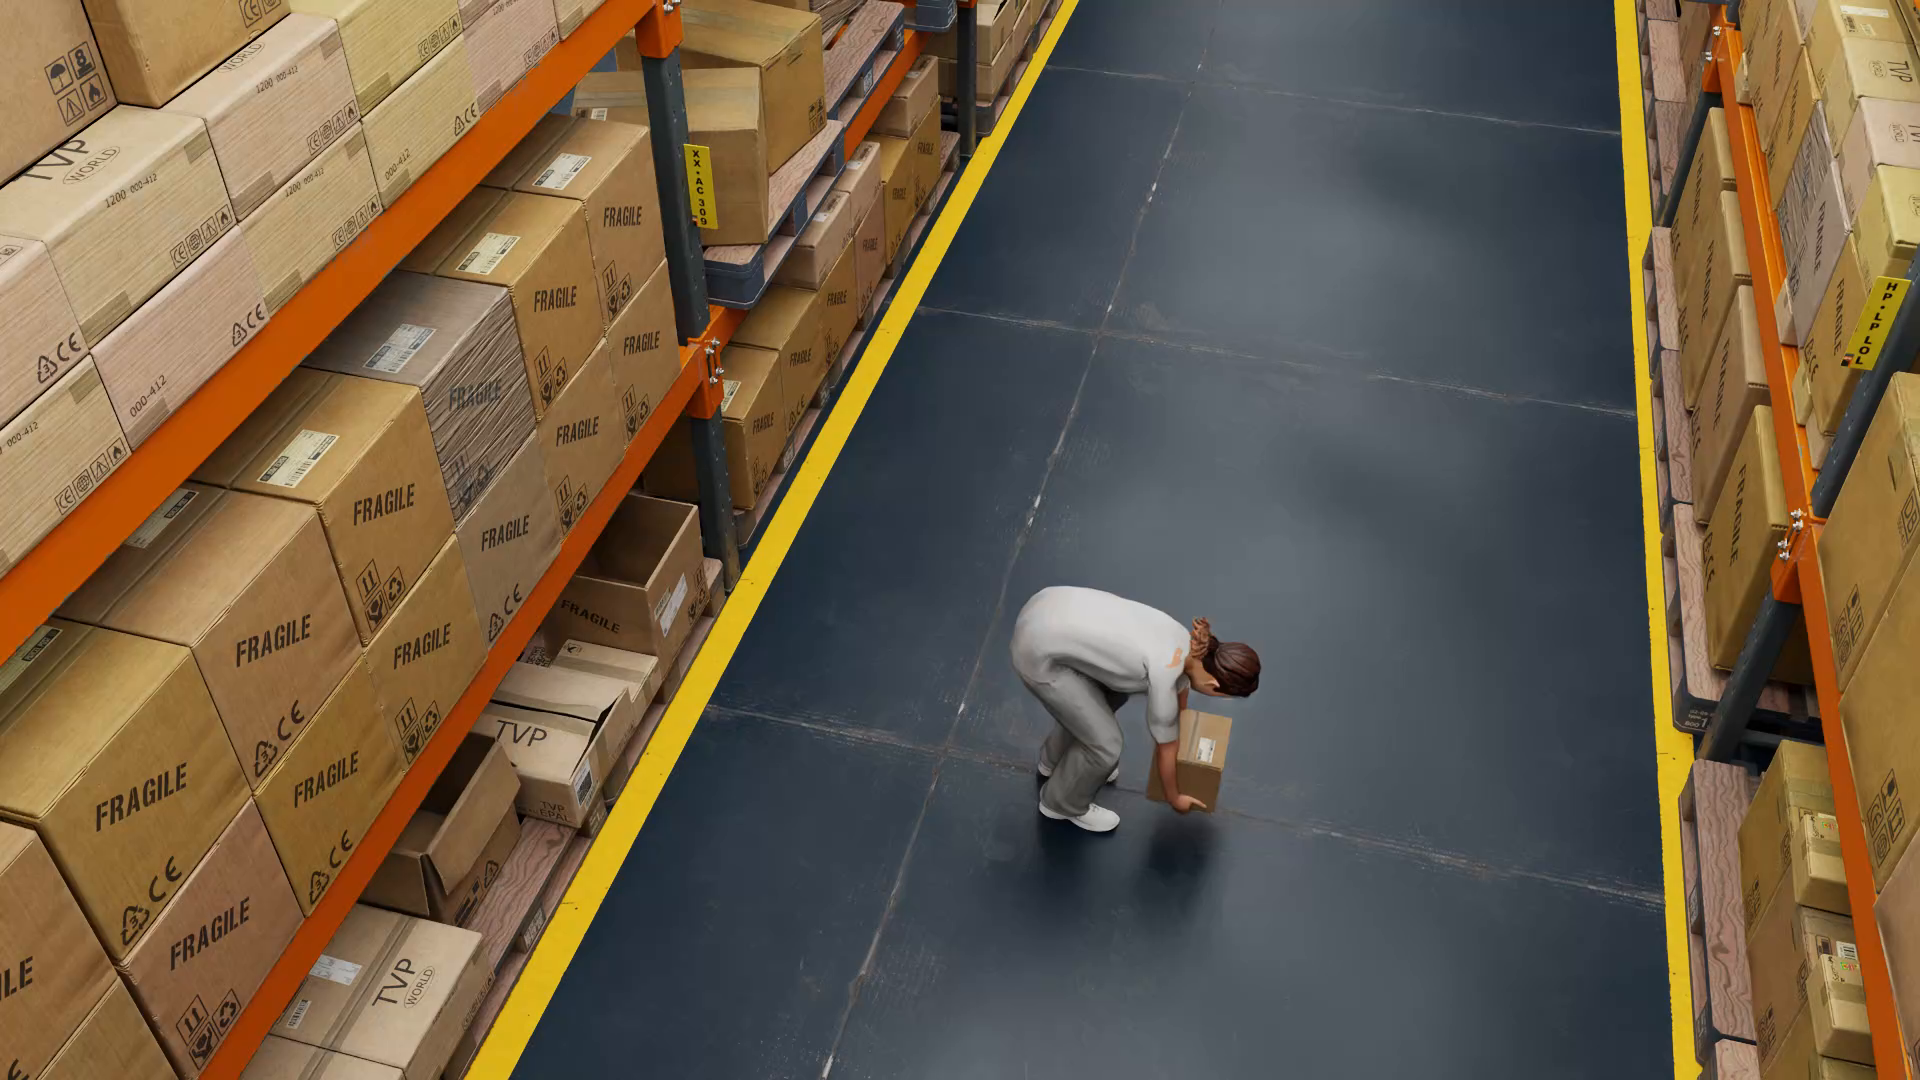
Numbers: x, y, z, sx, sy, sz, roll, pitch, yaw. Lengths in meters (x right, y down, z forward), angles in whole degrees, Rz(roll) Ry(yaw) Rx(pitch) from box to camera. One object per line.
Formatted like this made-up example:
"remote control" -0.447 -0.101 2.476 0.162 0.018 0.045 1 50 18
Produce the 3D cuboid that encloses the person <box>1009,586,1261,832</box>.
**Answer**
"person" 0.607 0.621 5.964 0.865 0.998 0.439 8 42 9
